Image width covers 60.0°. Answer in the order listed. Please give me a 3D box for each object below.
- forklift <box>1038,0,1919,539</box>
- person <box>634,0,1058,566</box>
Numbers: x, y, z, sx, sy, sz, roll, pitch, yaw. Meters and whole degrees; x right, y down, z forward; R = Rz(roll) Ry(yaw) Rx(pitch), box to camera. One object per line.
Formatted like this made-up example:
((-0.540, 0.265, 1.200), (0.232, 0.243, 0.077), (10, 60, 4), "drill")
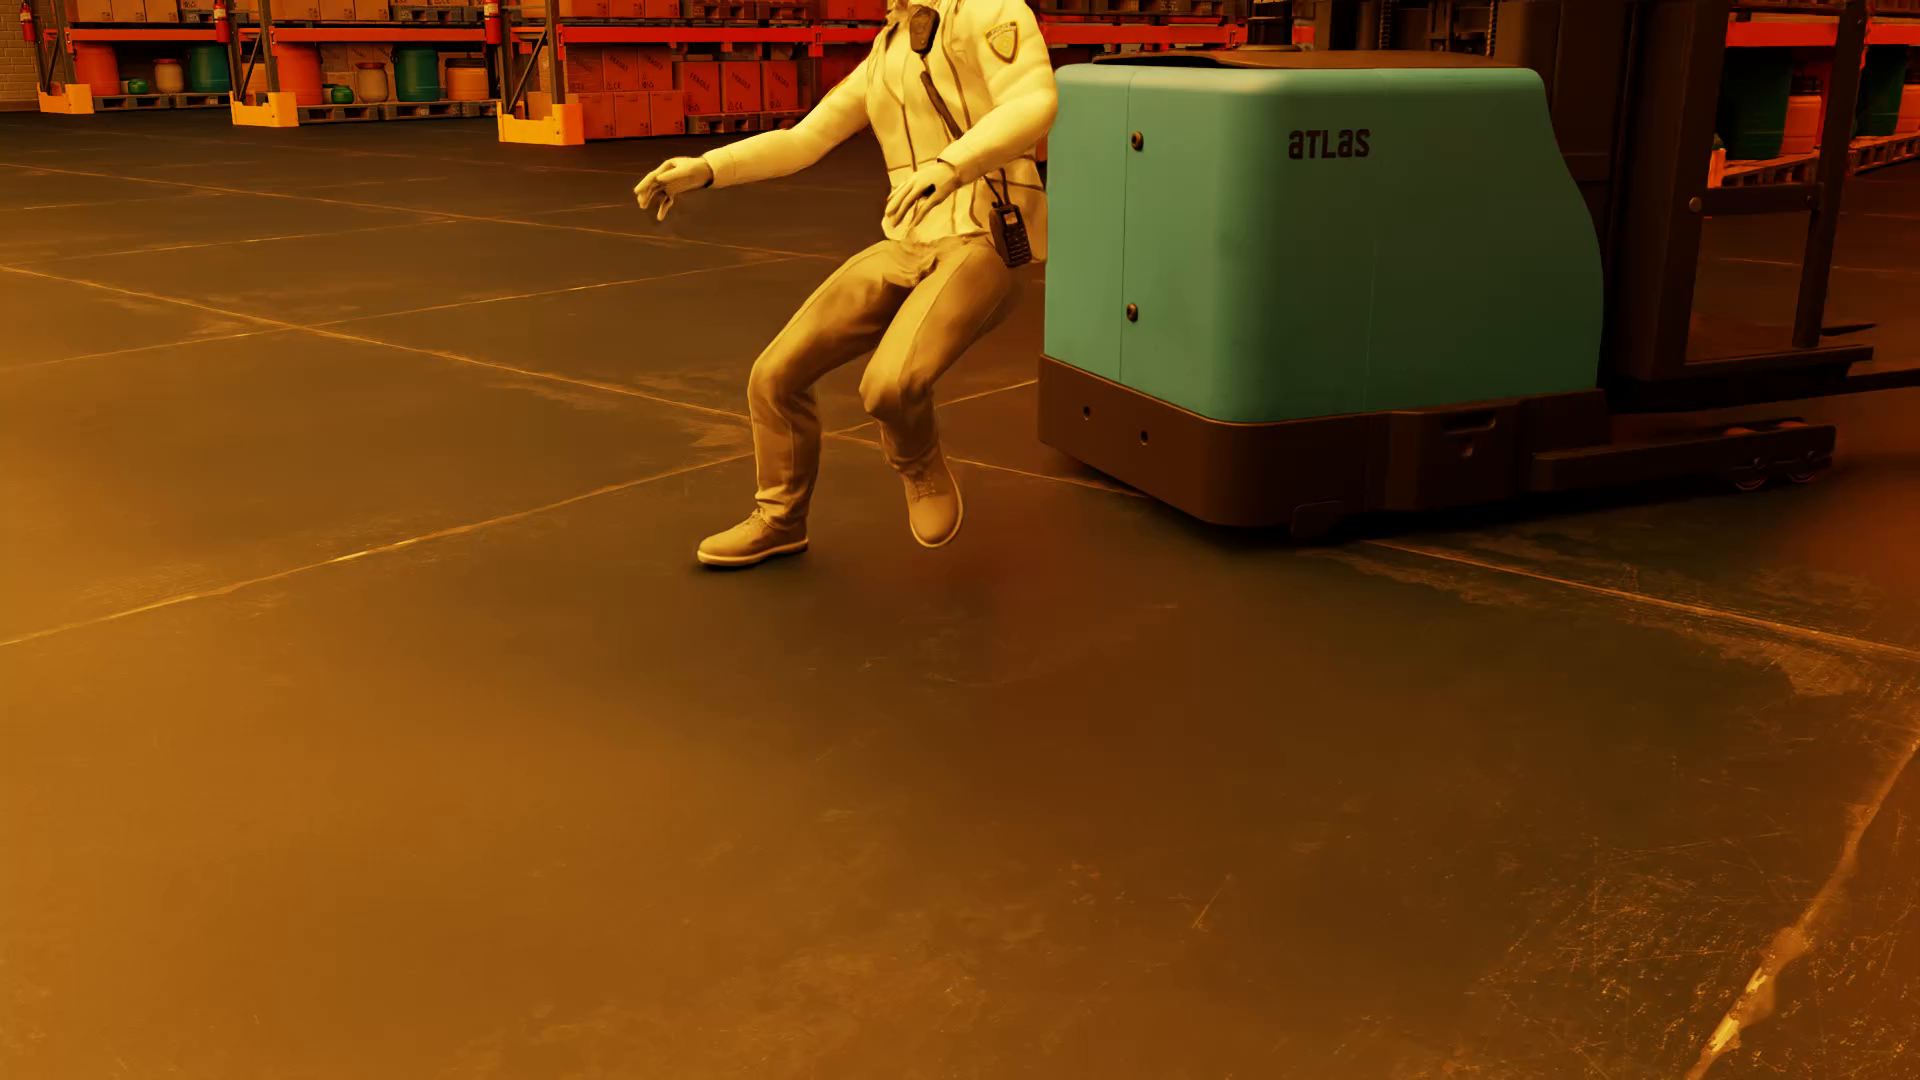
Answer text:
((1.781, -1.665, 4.381), (3.031, 2.935, 1.130), (-7, 18, -22), "forklift")
((-0.223, -0.602, 3.375), (0.716, 1.471, 0.784), (-13, 21, -36), "person")
